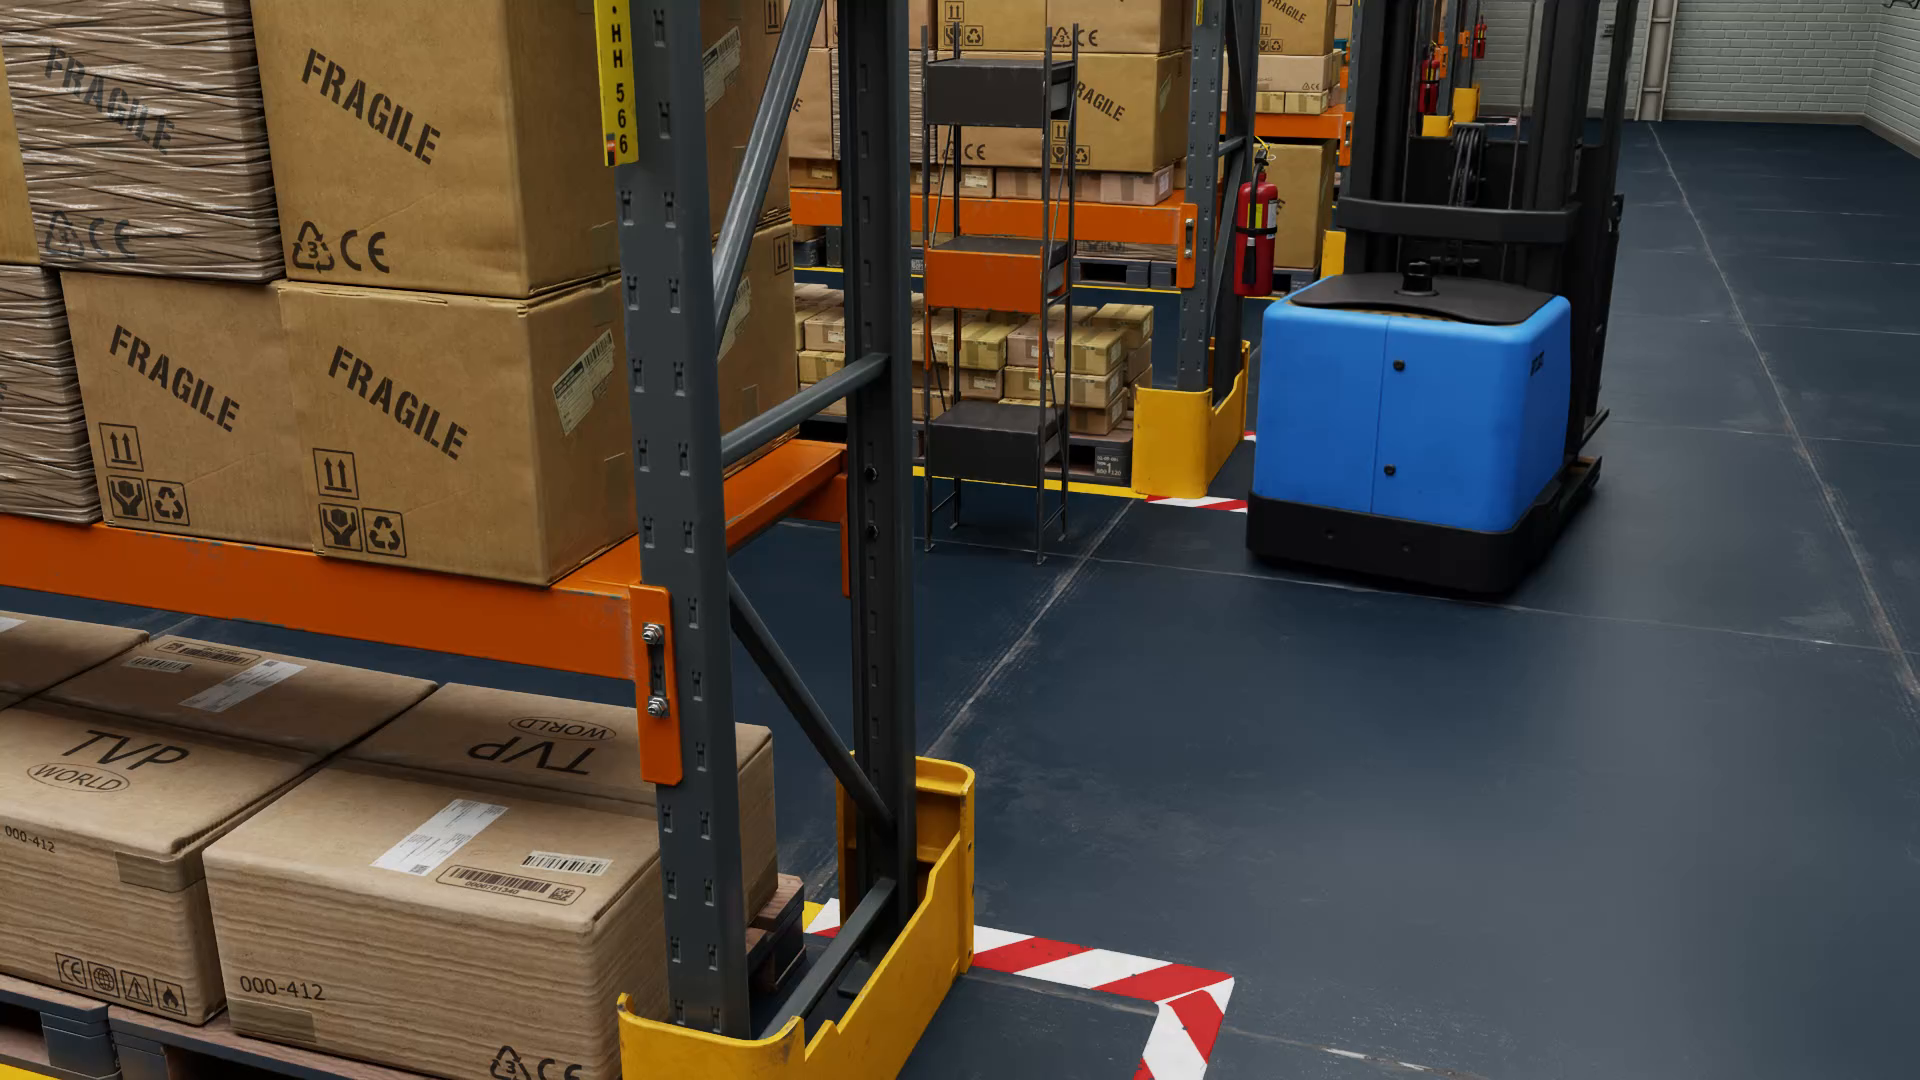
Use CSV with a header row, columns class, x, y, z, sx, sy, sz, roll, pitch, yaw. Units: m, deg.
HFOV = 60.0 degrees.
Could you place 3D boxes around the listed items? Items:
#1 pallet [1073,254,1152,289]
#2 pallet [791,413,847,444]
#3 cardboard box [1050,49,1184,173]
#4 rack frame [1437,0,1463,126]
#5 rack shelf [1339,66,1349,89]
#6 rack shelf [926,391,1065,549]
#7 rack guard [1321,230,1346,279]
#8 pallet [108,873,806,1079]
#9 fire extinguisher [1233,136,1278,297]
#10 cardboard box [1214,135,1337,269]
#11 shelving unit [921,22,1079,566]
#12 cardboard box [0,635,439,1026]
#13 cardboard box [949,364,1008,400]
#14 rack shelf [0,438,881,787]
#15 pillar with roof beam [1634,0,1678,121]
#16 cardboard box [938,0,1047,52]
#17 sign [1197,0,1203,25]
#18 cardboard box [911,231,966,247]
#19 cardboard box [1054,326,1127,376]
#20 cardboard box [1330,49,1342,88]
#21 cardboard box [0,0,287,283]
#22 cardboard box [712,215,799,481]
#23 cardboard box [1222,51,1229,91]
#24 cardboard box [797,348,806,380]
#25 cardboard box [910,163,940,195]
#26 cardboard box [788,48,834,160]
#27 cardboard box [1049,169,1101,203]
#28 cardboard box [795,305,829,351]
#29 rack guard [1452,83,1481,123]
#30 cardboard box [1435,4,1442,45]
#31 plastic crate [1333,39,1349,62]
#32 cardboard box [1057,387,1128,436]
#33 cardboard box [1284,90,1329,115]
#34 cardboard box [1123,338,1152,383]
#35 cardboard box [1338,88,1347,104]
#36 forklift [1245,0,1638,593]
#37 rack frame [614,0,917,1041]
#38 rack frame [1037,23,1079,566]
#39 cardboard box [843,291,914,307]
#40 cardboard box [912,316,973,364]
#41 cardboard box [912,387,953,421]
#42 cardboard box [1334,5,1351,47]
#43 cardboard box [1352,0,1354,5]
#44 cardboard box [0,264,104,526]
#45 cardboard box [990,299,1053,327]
class,x,y,z,sx,sy,sz,roll,pitch,yaw
pallet,0.998,-2.197,13.059,1.213,0.211,1.003,7,20,18
pallet,-0.771,-0.711,8.795,1.213,0.211,1.003,7,20,18
cardboard box,0.696,-1.945,7.494,0.500,0.500,0.500,7,20,19
rack frame,6.183,-6.399,20.878,0.127,3.000,1.000,7,20,18
rack shelf,2.664,-4.736,17.199,4.000,0.370,1.077,7,20,18
rack shelf,0.156,-0.300,6.914,0.480,0.518,0.431,7,20,18
rack guard,2.951,-2.137,12.447,0.348,0.500,1.175,7,20,18
pallet,-1.105,1.016,3.840,1.213,0.211,1.003,7,20,18
fire extinguisher,1.291,-1.405,7.234,0.183,0.674,0.296,7,20,18
cardboard box,2.297,-2.559,12.450,0.875,0.875,0.875,7,20,18
shelving unit,0.156,-0.974,6.679,0.503,2.100,0.431,7,20,18
cardboard box,-1.848,0.637,3.947,0.875,0.438,0.875,7,20,20
cardboard box,0.121,-0.805,8.069,0.250,0.149,0.380,6,20,16
rack shelf,-2.213,-0.115,3.941,4.000,0.370,1.077,7,20,18
pillar with roof beam,9.226,-9.412,20.405,0.400,9.000,9.100,7,20,18
cardboard box,0.212,-2.475,7.497,0.500,0.500,0.500,6,20,16
sign,1.004,-2.314,6.918,0.005,0.325,0.100,7,20,18
cardboard box,-0.253,-2.851,13.287,0.875,0.875,0.875,7,20,18
cardboard box,0.622,-0.900,7.890,0.250,0.149,0.380,7,20,19
cardboard box,2.563,-3.525,12.408,0.500,0.250,0.500,6,20,17
cardboard box,-1.361,-0.783,3.095,0.500,0.500,0.500,7,20,18
cardboard box,-0.683,-0.427,3.592,0.500,0.500,0.500,6,20,18
cardboard box,1.904,-3.414,12.090,0.500,0.250,0.500,6,20,17
cardboard box,-0.877,-0.911,8.375,0.250,0.149,0.380,7,20,19
cardboard box,-0.148,-1.736,7.881,0.250,0.149,0.380,6,20,16
cardboard box,-0.739,-2.111,7.971,0.500,0.500,0.500,8,21,21
cardboard box,0.582,-1.656,7.651,0.250,0.149,0.380,6,20,18
cardboard box,-0.848,-1.075,8.393,0.250,0.149,0.380,7,20,18
rack guard,7.827,-6.757,25.702,0.348,0.500,1.175,7,20,18
cardboard box,5.850,-6.577,21.234,0.500,0.500,0.500,7,20,19
plastic crate,3.806,-5.009,17.053,0.300,0.233,0.416,7,20,18
cardboard box,0.639,-0.633,8.027,0.250,0.149,0.380,7,20,19
cardboard box,2.484,-3.137,11.901,0.250,0.149,0.380,7,20,19
cardboard box,0.794,-0.917,8.392,0.250,0.149,0.380,7,21,20
cardboard box,6.163,-7.111,26.078,0.500,0.500,0.700,6,20,16
forklift,2.331,-1.621,7.273,1.130,2.935,3.031,11,22,28
rack frame,-0.324,-0.238,3.203,0.127,3.000,1.000,7,20,18
rack frame,0.387,-0.947,6.604,0.015,2.100,0.400,7,20,18
cardboard box,-0.428,-1.220,8.808,0.250,0.149,0.380,7,20,19
cardboard box,-0.107,-0.981,8.123,0.250,0.149,0.380,6,20,16
cardboard box,-0.096,-0.707,8.240,0.250,0.149,0.380,7,20,19
cardboard box,4.709,-6.521,21.075,0.500,0.500,0.500,7,20,18
cardboard box,5.194,-6.936,20.745,0.500,0.500,0.500,7,20,20
cardboard box,-1.825,-0.367,3.420,0.500,0.500,0.500,7,20,20
cardboard box,0.326,-1.143,8.588,0.250,0.149,0.380,6,20,18
